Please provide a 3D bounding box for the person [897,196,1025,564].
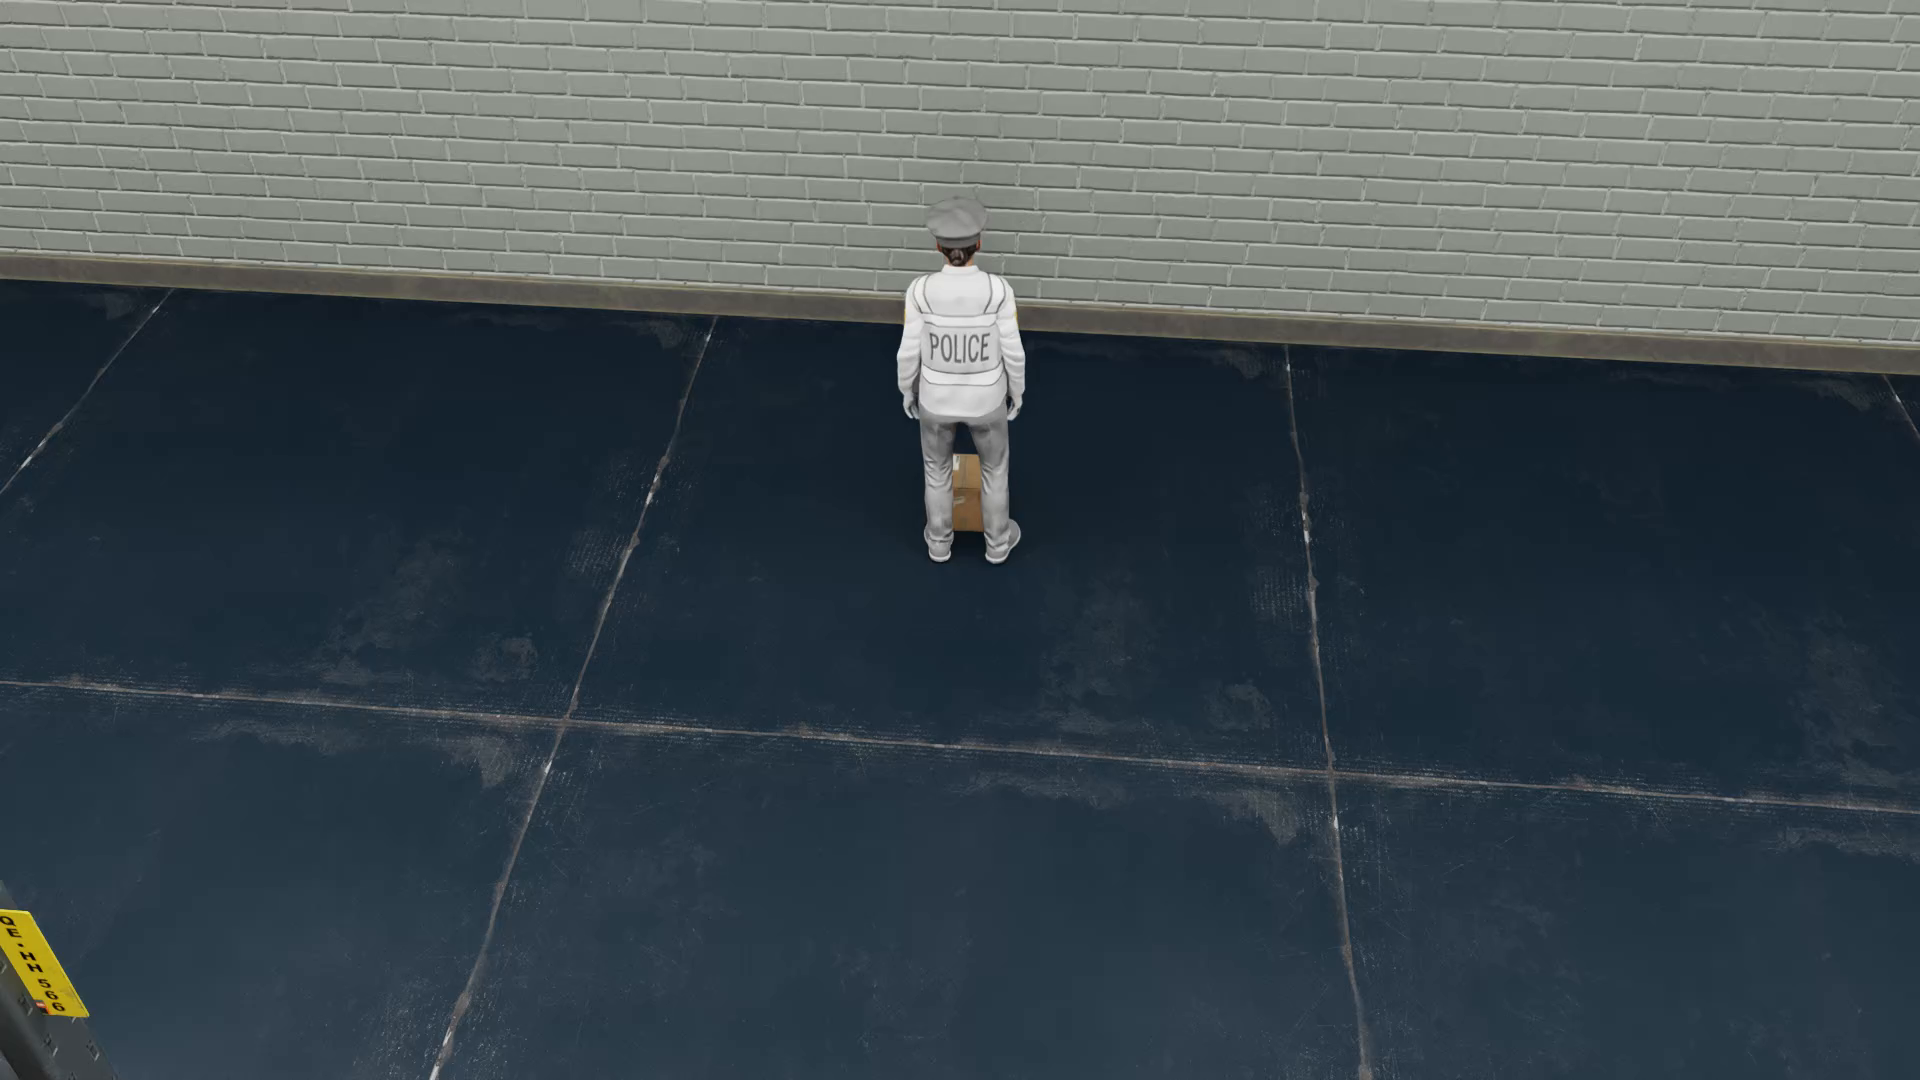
[{"bbox_3d":[0.007,-0.595,6.855,0.522,1.663,0.371,2,40,2],"label":"person"}]
